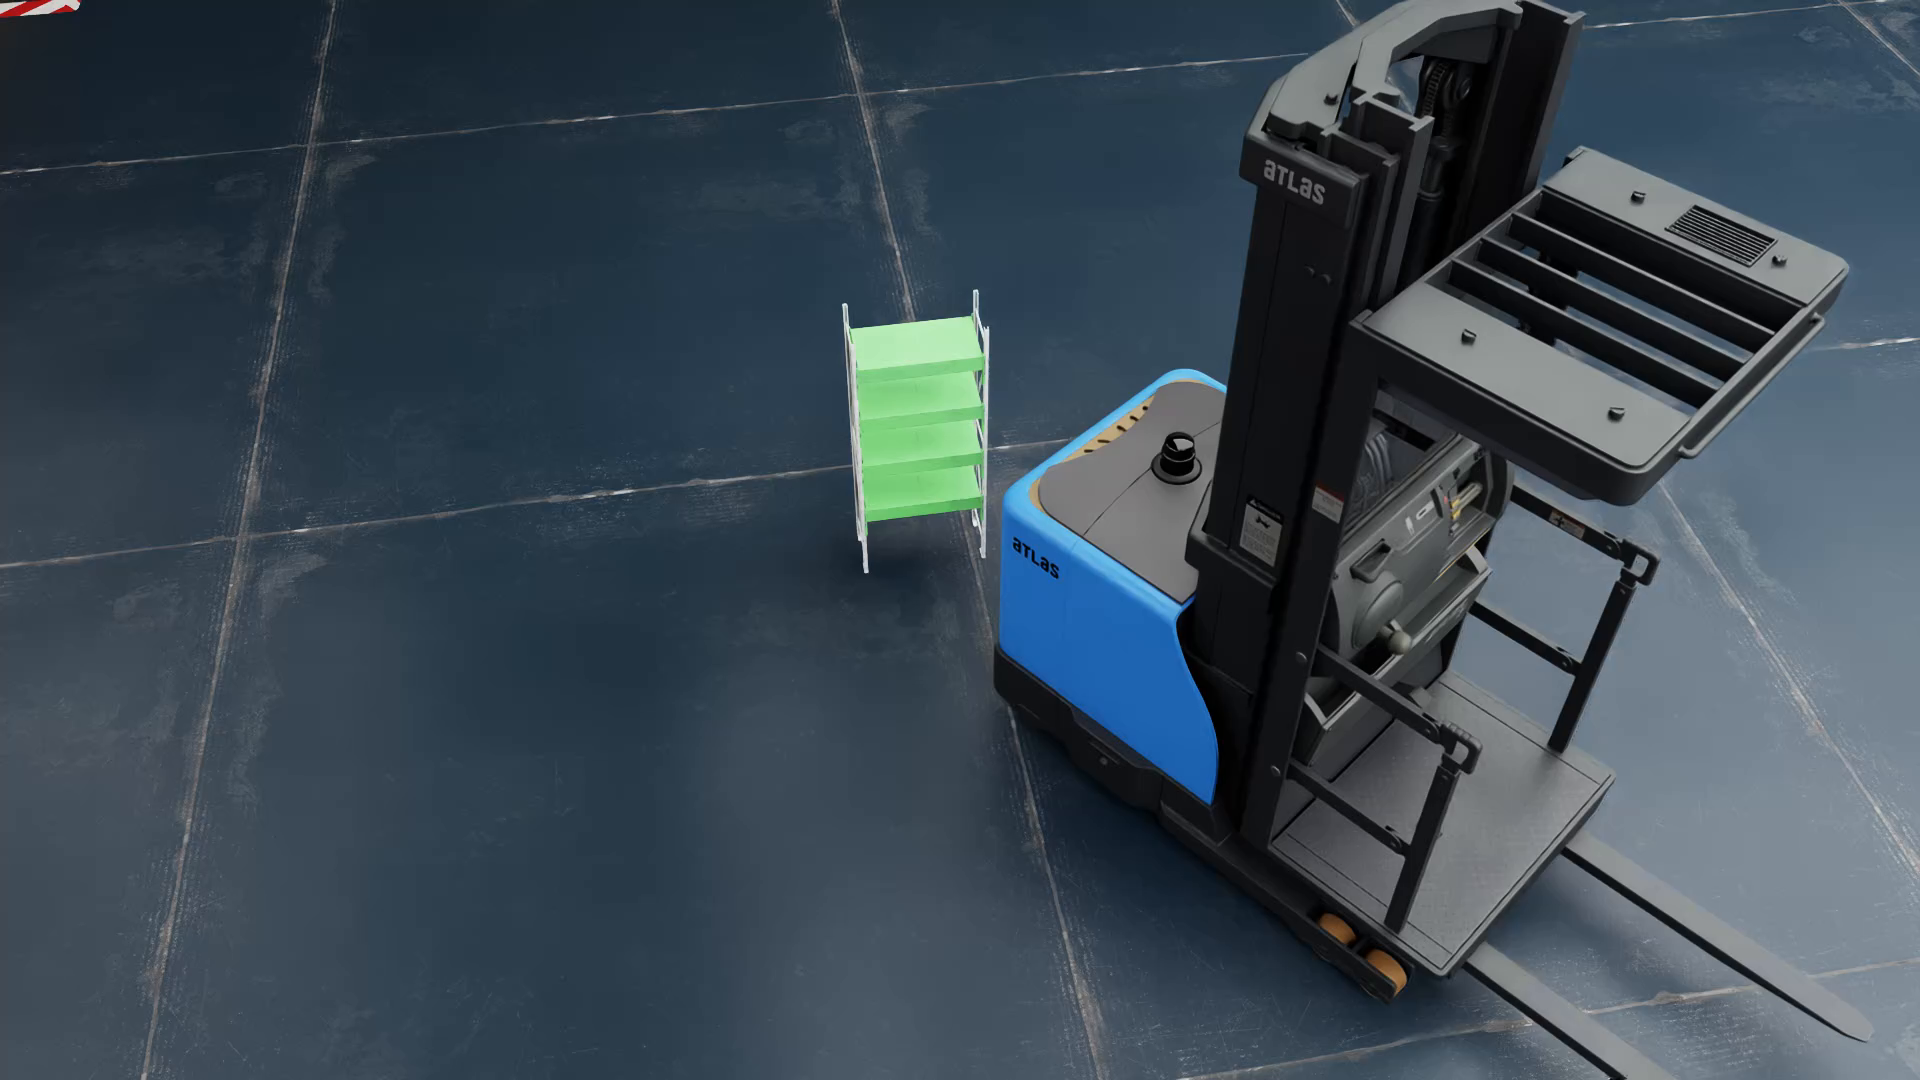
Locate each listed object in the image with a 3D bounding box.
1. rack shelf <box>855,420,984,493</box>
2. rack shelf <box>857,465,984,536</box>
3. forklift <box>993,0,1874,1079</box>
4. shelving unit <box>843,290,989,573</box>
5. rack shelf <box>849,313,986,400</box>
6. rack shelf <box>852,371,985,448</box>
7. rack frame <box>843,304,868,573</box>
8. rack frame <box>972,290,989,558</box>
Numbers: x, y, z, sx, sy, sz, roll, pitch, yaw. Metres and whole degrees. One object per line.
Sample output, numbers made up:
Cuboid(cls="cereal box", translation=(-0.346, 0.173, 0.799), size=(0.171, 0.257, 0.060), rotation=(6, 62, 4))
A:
Cuboid(cls="rack shelf", translation=(-0.163, -0.352, 6.538), size=(0.480, 0.148, 0.258), rotation=(-7, 46, -7))
Cuboid(cls="rack shelf", translation=(-0.163, -0.185, 6.710), size=(0.480, 0.148, 0.258), rotation=(-7, 46, -7))
Cuboid(cls="forklift", translation=(1.531, 0.068, 4.843), size=(3.031, 2.935, 1.130), rotation=(35, 56, 29))
Cuboid(cls="shelving unit", translation=(-0.163, -0.396, 6.491), size=(0.503, 1.200, 0.258), rotation=(-7, 46, -7))
Cuboid(cls="rack shelf", translation=(-0.163, -0.685, 6.192), size=(0.480, 0.148, 0.258), rotation=(-7, 46, -7))
Cuboid(cls="rack shelf", translation=(-0.163, -0.518, 6.365), size=(0.480, 0.148, 0.258), rotation=(-7, 46, -7))
Cuboid(cls="rack frame", translation=(-0.404, -0.366, 6.463), size=(0.015, 1.200, 0.240), rotation=(-7, 46, -7))
Cuboid(cls="rack frame", translation=(0.077, -0.426, 6.520), size=(0.015, 1.200, 0.240), rotation=(-7, 46, -7))
